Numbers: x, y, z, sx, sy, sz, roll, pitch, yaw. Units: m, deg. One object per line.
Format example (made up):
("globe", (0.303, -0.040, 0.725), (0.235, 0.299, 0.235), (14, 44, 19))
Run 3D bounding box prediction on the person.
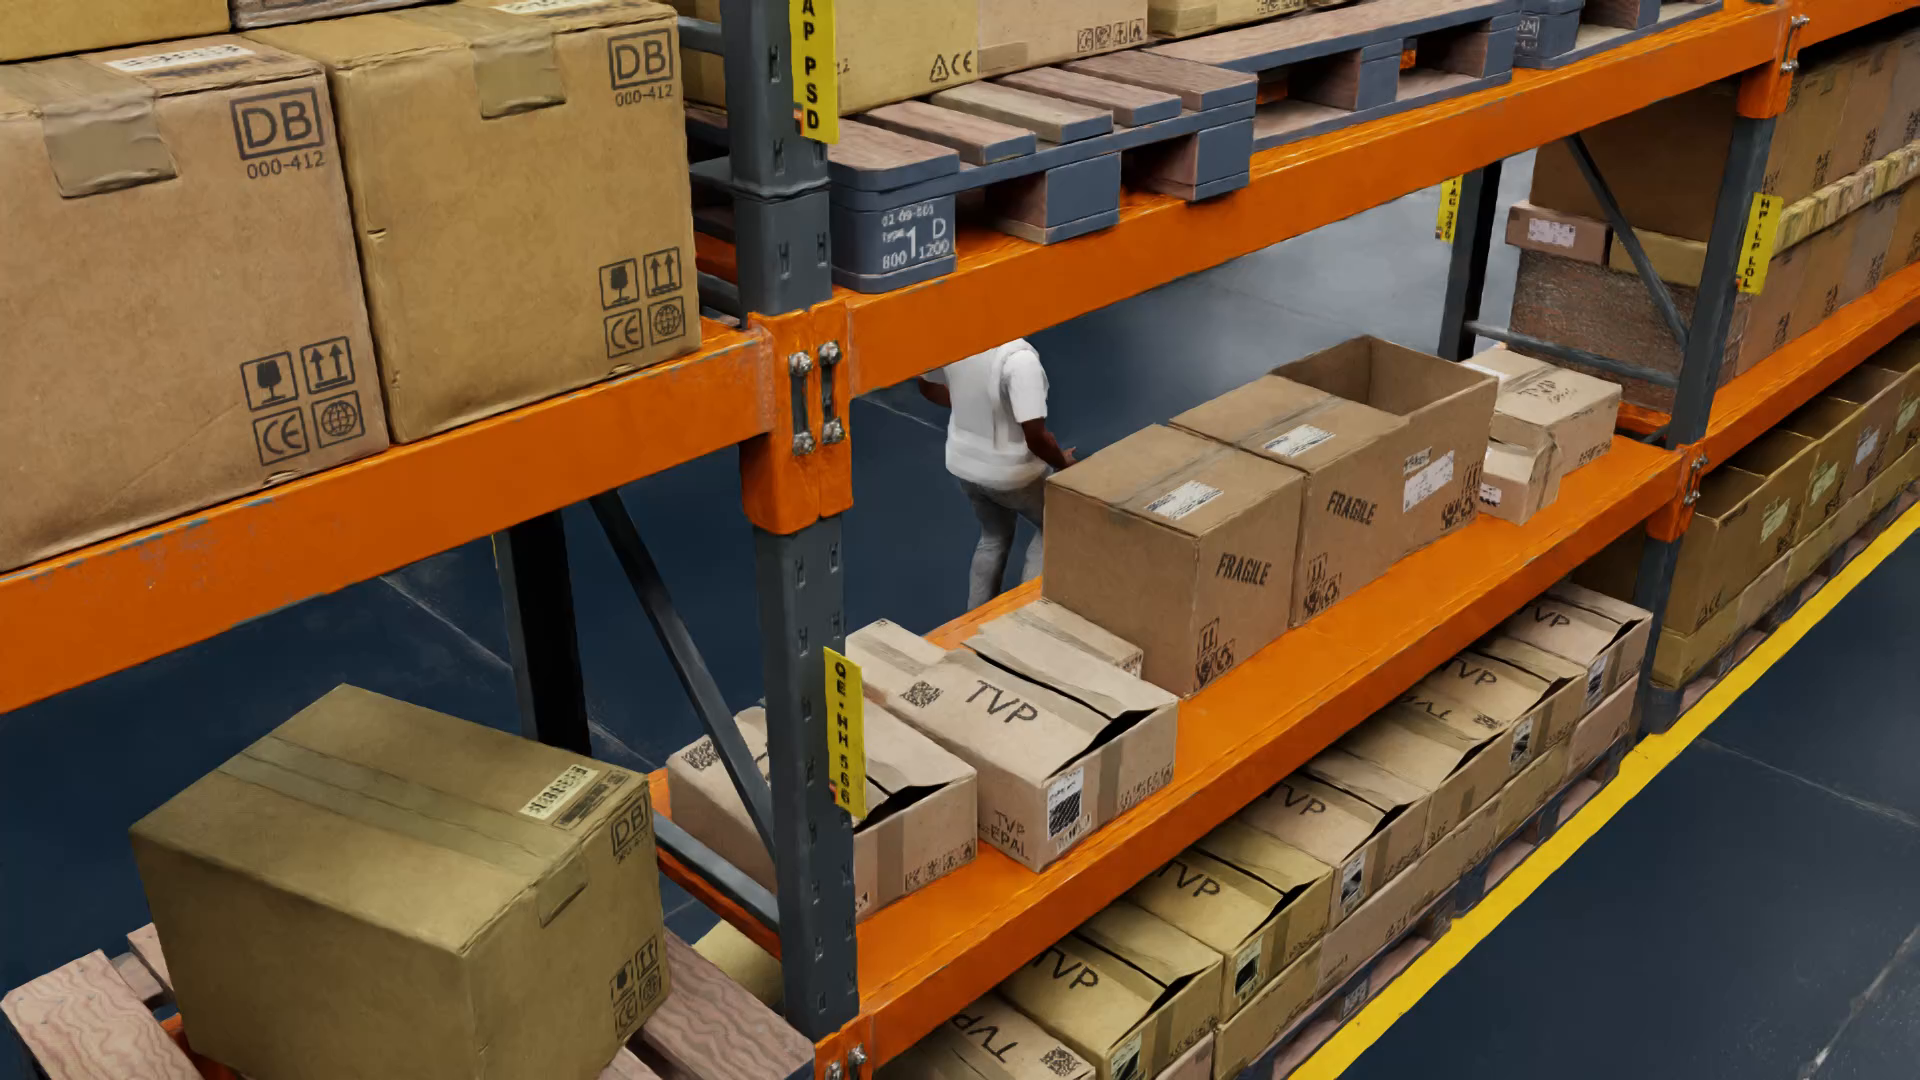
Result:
("person", (0.169, -0.331, 6.766), (0.753, 1.732, 0.524), (20, 34, 33))
